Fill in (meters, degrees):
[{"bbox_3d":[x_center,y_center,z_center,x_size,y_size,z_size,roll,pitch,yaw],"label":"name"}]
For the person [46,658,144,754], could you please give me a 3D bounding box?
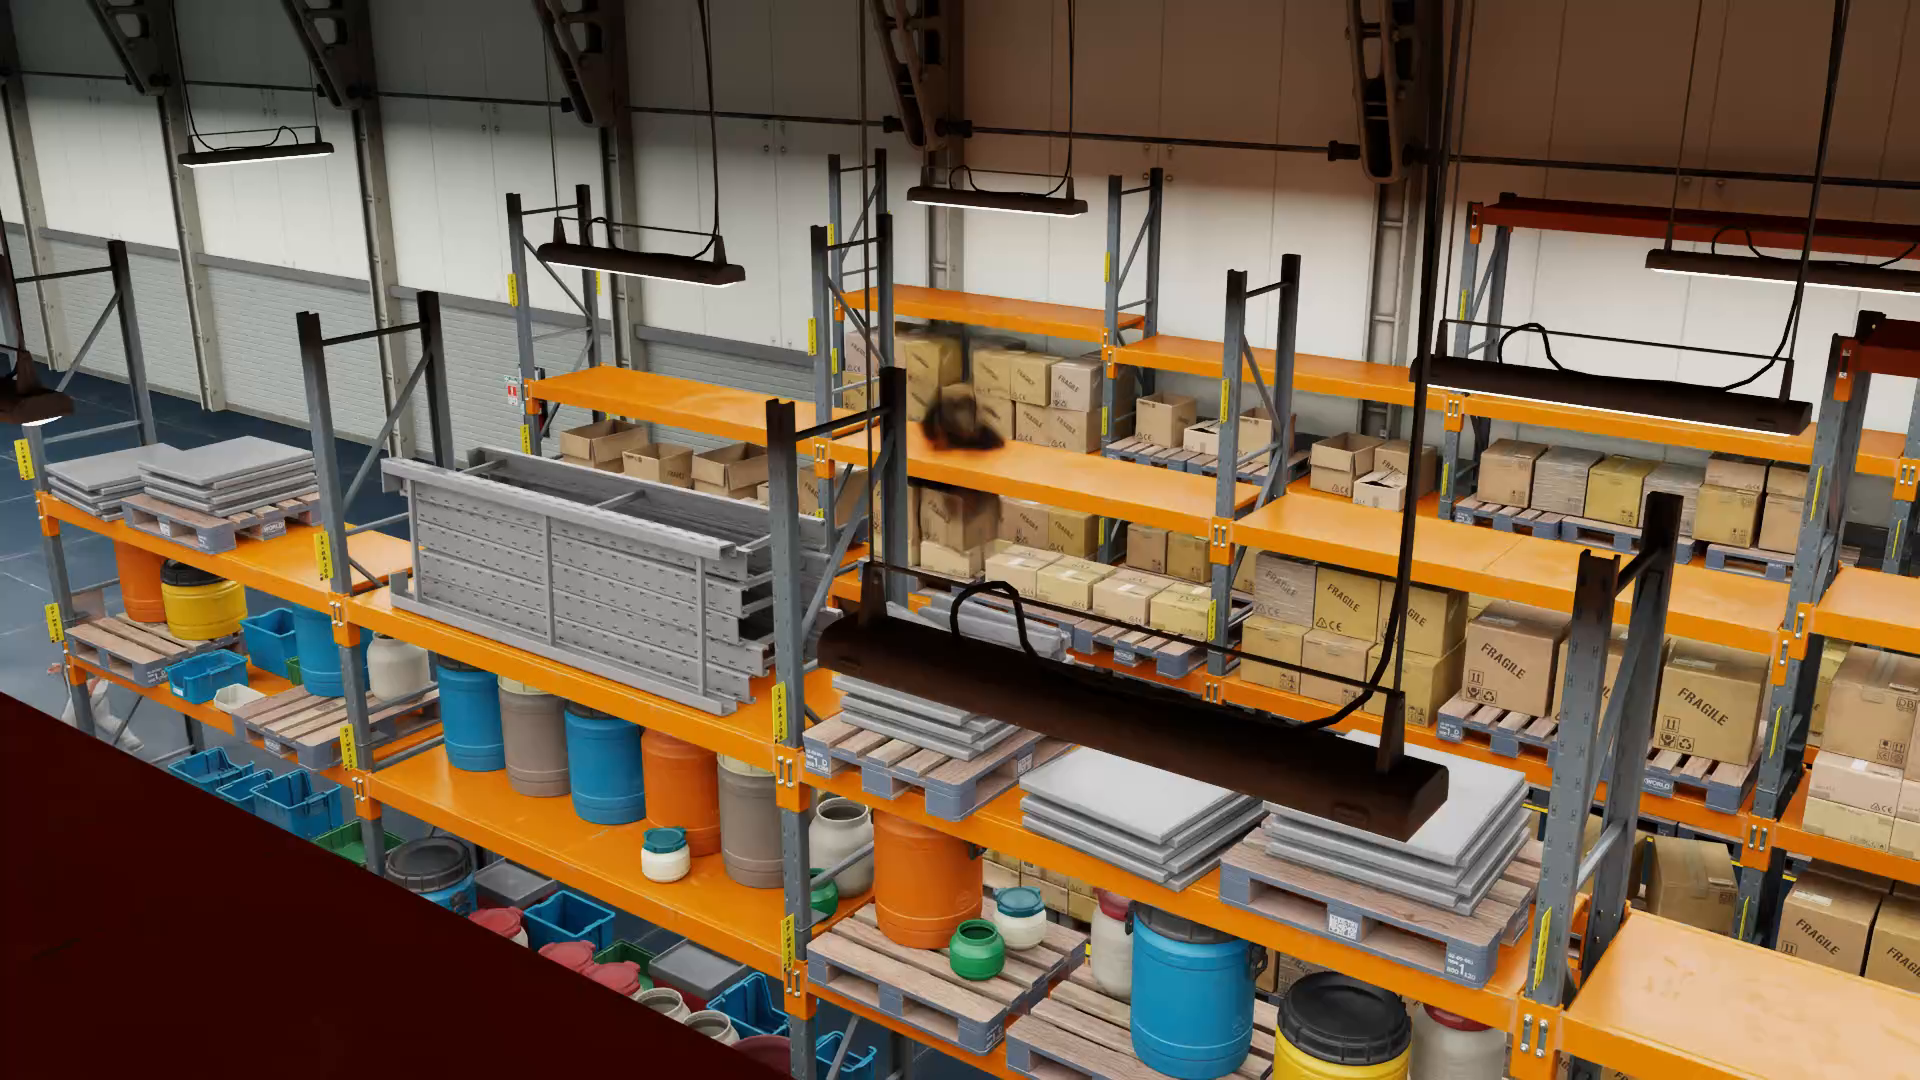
[{"bbox_3d":[-9.175,1.611,17.569,0.788,1.844,0.663,-6,19,-17],"label":"person"}]
